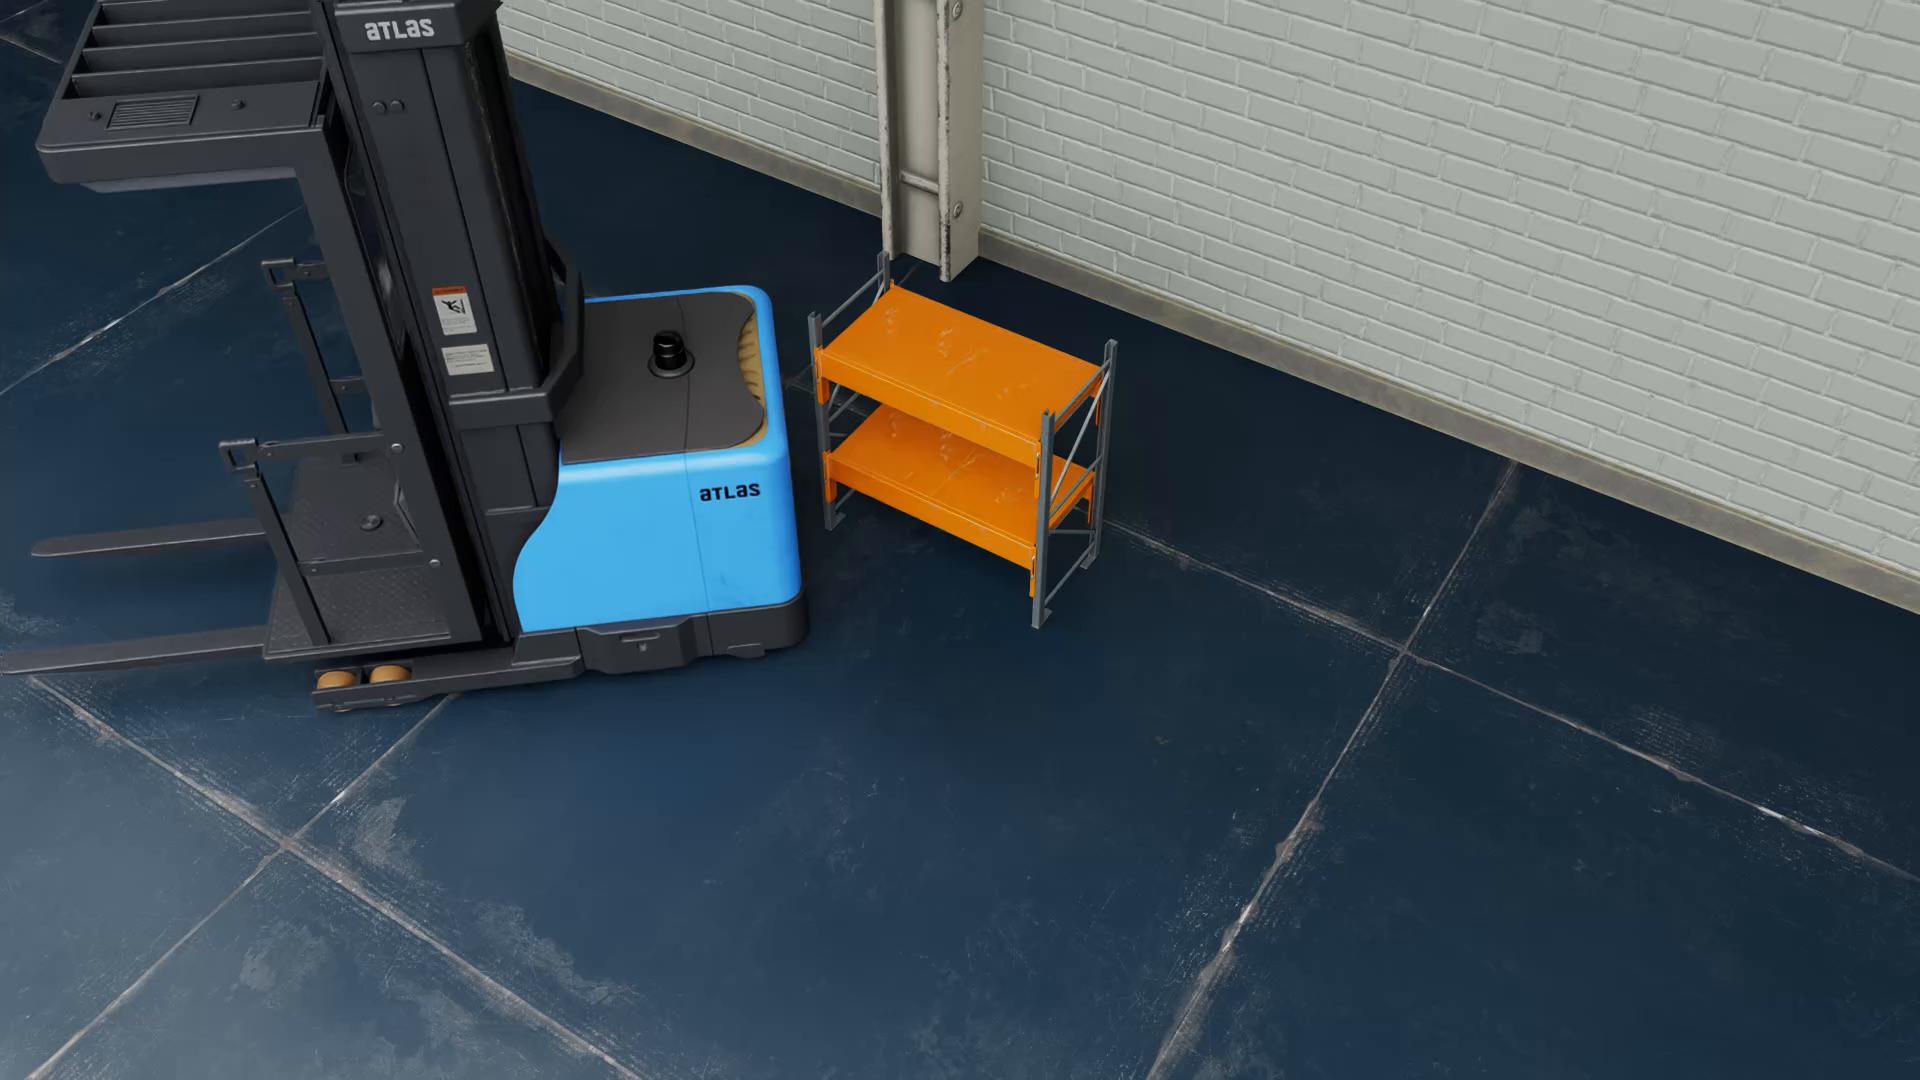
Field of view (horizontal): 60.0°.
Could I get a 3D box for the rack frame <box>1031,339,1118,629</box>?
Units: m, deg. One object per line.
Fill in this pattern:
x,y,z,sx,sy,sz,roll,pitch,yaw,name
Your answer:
0.434,-0.193,6.375,0.032,1.125,0.500,25,51,22,rack frame

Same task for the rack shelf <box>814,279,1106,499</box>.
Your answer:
0.006,-0.593,6.356,1.000,0.278,0.538,25,51,22,rack shelf

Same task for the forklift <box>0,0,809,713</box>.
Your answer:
-2.154,-0.775,5.681,3.031,2.935,1.130,-6,46,-6,forklift

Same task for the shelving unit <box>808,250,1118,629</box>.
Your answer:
0.006,-0.389,6.566,1.048,1.125,0.538,25,51,22,shelving unit

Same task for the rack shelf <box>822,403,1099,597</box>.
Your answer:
0.006,-0.219,6.741,1.000,0.278,0.538,25,51,22,rack shelf

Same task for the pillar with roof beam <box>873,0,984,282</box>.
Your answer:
-2.464,-1.976,2.617,0.400,9.000,9.100,25,51,22,pillar with roof beam

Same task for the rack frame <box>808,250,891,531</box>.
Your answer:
-0.422,-0.586,6.757,0.032,1.125,0.500,25,51,22,rack frame
